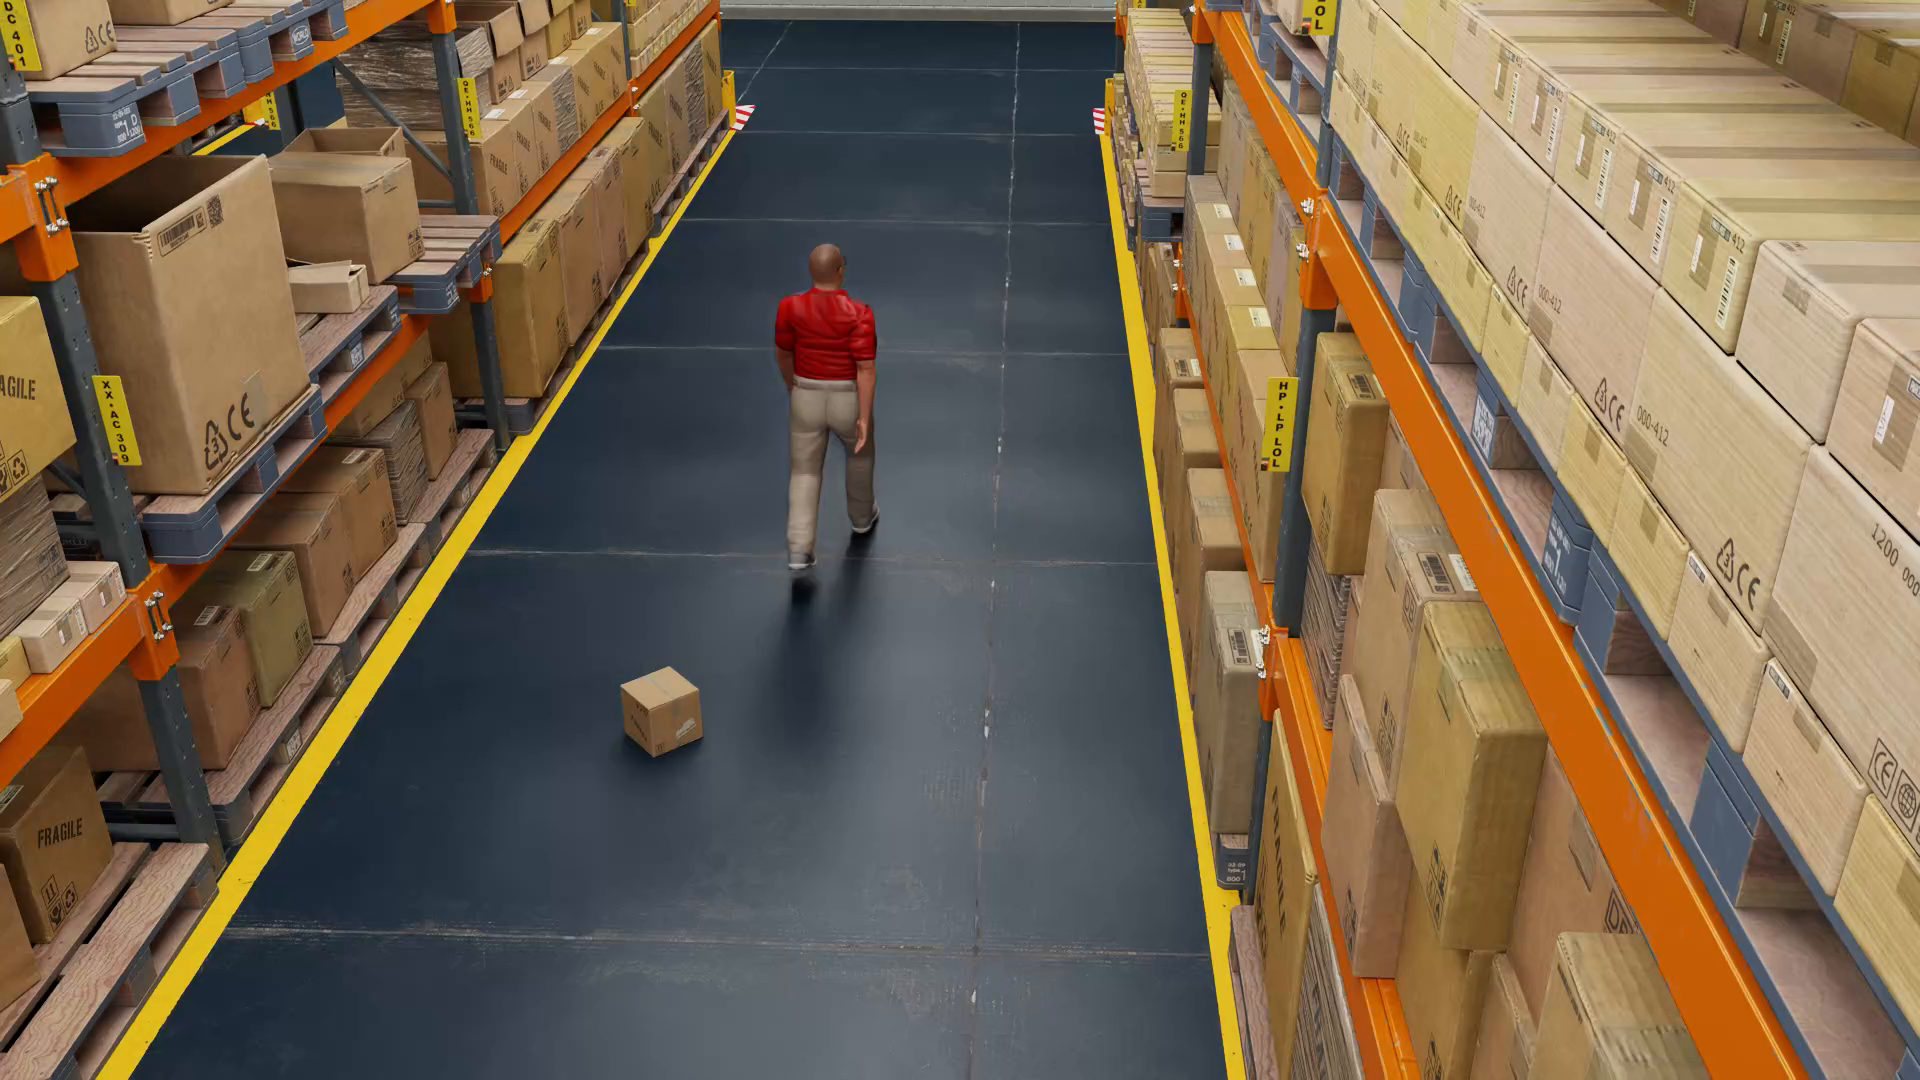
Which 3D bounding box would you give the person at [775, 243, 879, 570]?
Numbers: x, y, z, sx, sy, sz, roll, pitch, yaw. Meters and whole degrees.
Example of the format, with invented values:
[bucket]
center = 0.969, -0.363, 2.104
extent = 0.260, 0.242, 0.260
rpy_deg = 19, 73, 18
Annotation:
[person]
center = -0.664, -0.700, 8.455
extent = 0.532, 1.673, 1.004
rpy_deg = 3, 28, 5
